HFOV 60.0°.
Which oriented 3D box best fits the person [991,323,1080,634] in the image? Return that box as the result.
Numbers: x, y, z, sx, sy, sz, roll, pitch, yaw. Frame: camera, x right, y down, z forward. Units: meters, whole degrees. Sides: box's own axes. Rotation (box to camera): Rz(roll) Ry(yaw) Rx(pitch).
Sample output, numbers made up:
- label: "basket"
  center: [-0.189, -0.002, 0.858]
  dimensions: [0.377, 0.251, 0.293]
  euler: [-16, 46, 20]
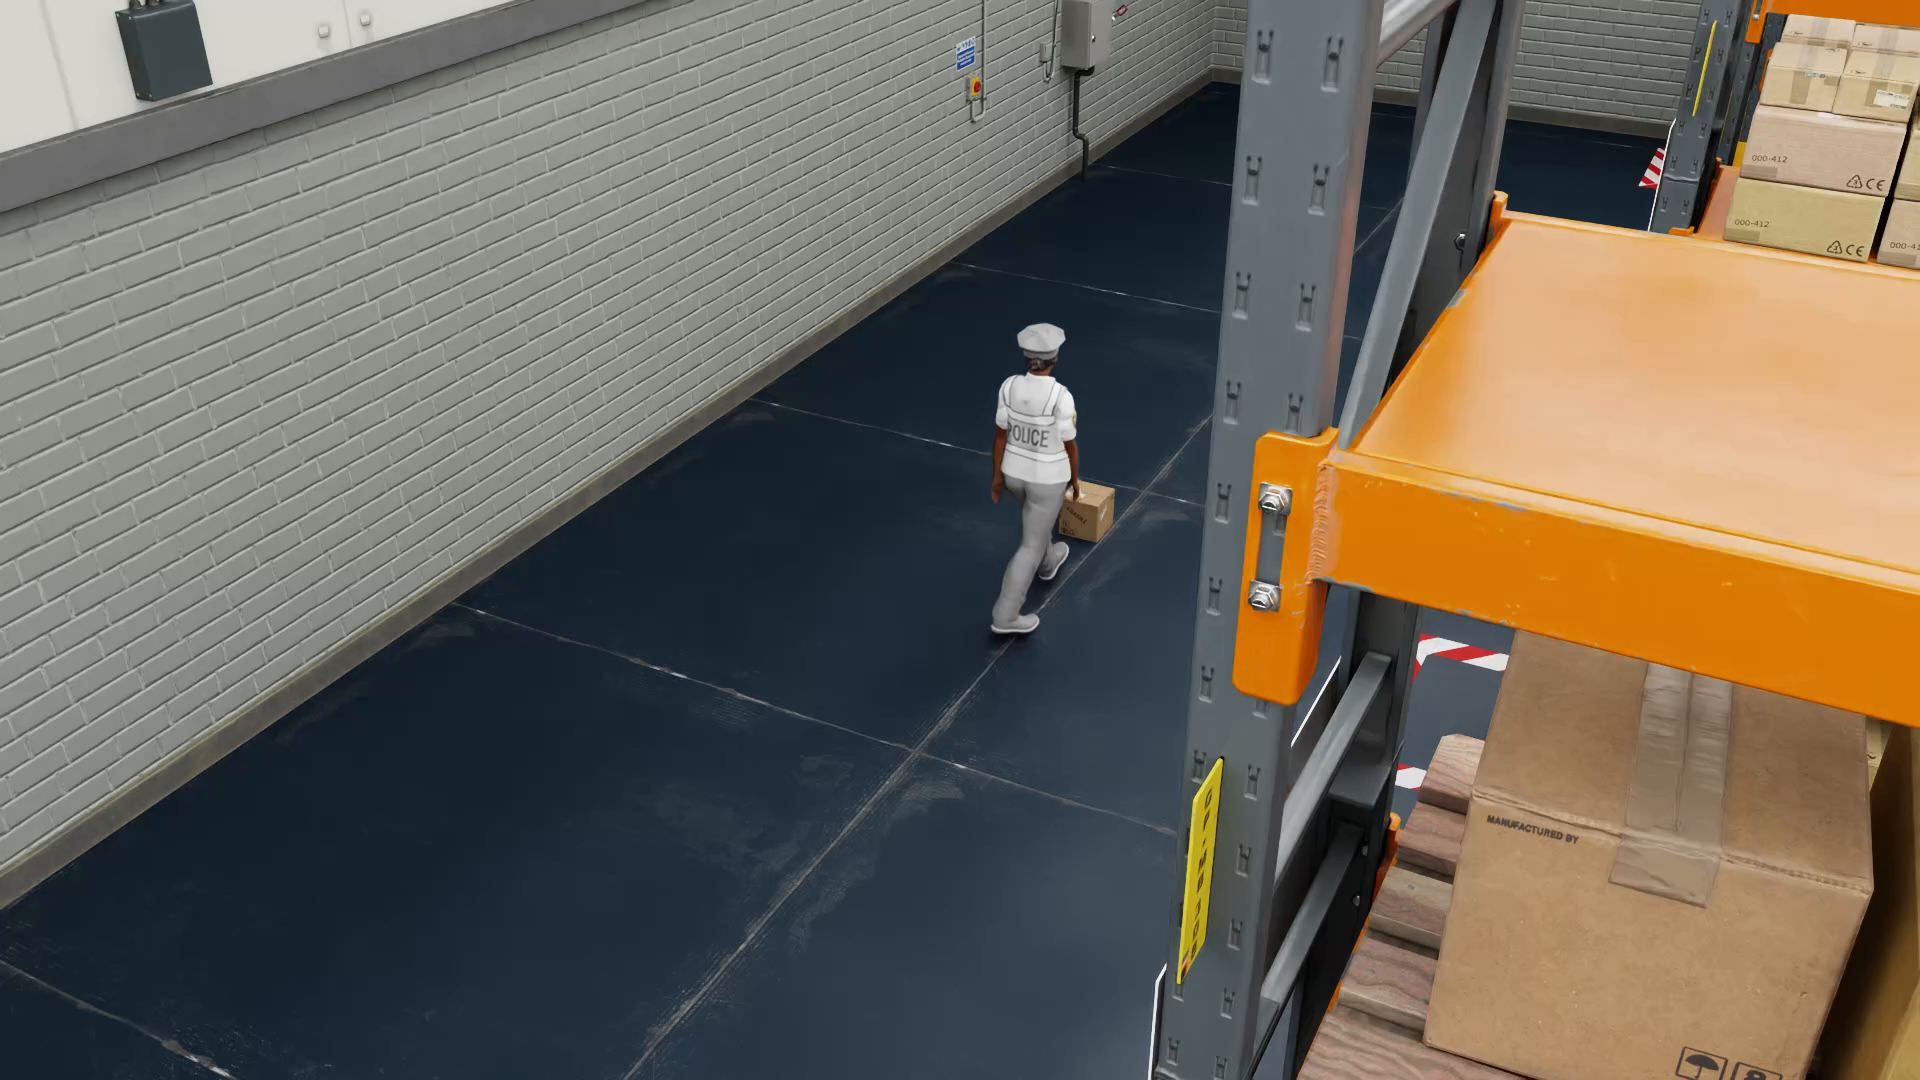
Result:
- label: "person"
  center: [0.430, -0.359, 8.889]
  dimensions: [0.434, 1.624, 0.939]
  euler: [23, 37, 34]
